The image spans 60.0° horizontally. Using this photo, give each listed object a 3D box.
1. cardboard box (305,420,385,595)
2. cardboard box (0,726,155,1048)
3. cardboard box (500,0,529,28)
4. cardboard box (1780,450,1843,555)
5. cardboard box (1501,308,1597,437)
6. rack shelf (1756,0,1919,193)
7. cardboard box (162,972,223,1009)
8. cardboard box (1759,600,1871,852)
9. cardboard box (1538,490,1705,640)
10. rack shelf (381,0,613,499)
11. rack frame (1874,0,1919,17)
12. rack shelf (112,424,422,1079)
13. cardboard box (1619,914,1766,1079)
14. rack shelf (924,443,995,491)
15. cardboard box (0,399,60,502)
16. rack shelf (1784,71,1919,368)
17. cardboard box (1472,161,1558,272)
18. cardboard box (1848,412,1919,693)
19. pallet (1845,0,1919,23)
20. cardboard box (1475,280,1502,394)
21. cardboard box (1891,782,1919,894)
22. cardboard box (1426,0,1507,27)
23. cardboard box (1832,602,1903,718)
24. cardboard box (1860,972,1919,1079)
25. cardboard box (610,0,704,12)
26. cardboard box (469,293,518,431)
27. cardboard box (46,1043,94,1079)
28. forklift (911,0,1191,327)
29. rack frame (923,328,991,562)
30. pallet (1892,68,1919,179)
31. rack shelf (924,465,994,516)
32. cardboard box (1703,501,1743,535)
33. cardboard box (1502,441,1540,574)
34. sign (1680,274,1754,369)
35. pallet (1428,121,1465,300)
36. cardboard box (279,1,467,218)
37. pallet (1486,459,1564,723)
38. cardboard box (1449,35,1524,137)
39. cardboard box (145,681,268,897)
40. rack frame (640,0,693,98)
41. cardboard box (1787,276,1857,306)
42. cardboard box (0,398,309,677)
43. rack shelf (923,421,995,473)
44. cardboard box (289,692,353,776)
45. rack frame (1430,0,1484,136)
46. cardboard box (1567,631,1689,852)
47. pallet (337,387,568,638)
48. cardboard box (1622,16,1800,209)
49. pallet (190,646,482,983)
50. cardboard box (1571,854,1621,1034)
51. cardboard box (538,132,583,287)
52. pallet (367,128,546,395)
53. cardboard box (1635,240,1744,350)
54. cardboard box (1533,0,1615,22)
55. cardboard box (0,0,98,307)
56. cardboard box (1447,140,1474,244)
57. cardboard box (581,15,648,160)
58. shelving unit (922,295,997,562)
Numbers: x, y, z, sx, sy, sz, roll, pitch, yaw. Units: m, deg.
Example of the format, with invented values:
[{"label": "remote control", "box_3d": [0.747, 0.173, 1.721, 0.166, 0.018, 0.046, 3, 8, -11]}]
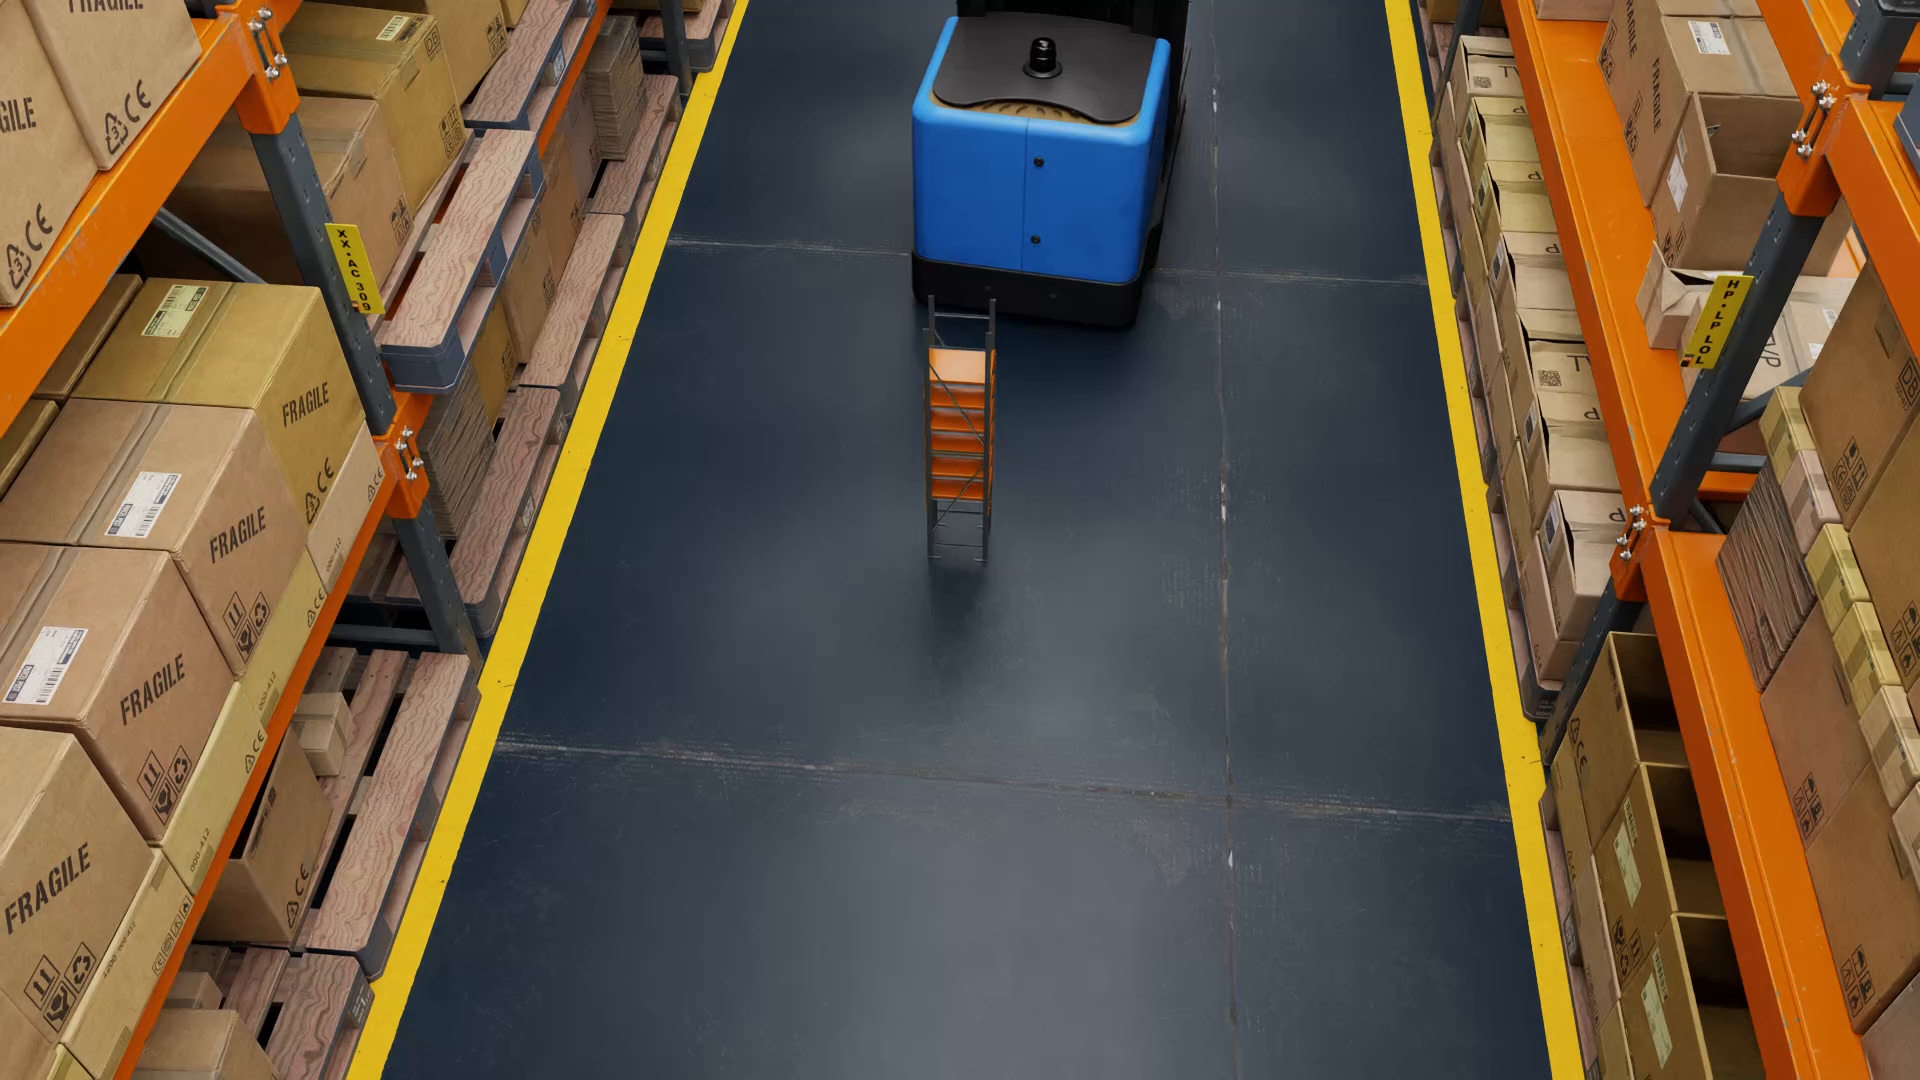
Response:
[{"label": "cardboard box", "box_3d": [-2.060, -0.120, 4.941, 0.500, 0.250, 0.500, 4, 48, 4]}, {"label": "cardboard box", "box_3d": [-2.197, 0.746, 3.641, 0.500, 0.500, 0.500, 5, 48, 5]}, {"label": "cardboard box", "box_3d": [-2.078, -2.390, 6.564, 0.700, 0.500, 0.500, 4, 48, 4]}, {"label": "cardboard box", "box_3d": [2.375, -0.085, 4.314, 0.380, 0.149, 0.250, 5, 48, 4]}, {"label": "cardboard box", "box_3d": [2.455, -0.671, 6.555, 0.500, 0.311, 0.500, 4, 48, 3]}, {"label": "rack shelf", "box_3d": [2.797, -2.441, 5.430, 1.077, 0.370, 4.000, 4, 48, 4]}, {"label": "cardboard box", "box_3d": [-2.484, 1.456, 5.046, 0.380, 0.149, 0.250, 0, 48, 0]}, {"label": "cardboard box", "box_3d": [2.539, 0.479, 4.237, 0.700, 0.500, 0.500, 3, 48, 3]}, {"label": "cardboard box", "box_3d": [2.366, 0.079, 5.870, 0.500, 0.311, 0.500, 4, 48, 4]}, {"label": "rack shelf", "box_3d": [-2.136, -1.759, 6.839, 1.077, 0.370, 4.000, 4, 48, 4]}, {"label": "rack frame", "box_3d": [2.615, -2.226, 2.714, 1.000, 3.000, 0.127, 4, 48, 4]}, {"label": "rack shelf", "box_3d": [-2.501, 1.180, 4.151, 1.077, 0.370, 4.000, 4, 48, 4]}, {"label": "cardboard box", "box_3d": [2.170, 1.386, 4.546, 0.500, 0.500, 0.500, 4, 48, 4]}, {"label": "rack shelf", "box_3d": [-0.001, -0.283, 6.445, 0.258, 0.103, 0.180, 4, 48, 4]}, {"label": "cardboard box", "box_3d": [-2.620, -0.030, 4.350, 0.500, 0.500, 0.500, 4, 48, 3]}, {"label": "rack shelf", "box_3d": [2.433, 0.499, 2.742, 1.077, 0.370, 4.000, 4, 48, 4]}, {"label": "cardboard box", "box_3d": [2.551, -1.418, 7.238, 0.500, 0.311, 0.500, 3, 48, 2]}, {"label": "cardboard box", "box_3d": [2.536, 0.025, 3.774, 0.700, 0.500, 0.500, 4, 48, 3]}, {"label": "pallet", "box_3d": [2.683, -1.798, 4.485, 0.805, 0.209, 1.217, 2, 48, 2]}, {"label": "cardboard box", "box_3d": [2.506, -0.861, 7.109, 0.500, 0.250, 0.500, 5, 48, 4]}, {"label": "cardboard box", "box_3d": [2.284, 0.677, 3.616, 0.380, 0.149, 0.250, 3, 48, 2]}, {"label": "cardboard box", "box_3d": [2.831, -3.149, 9.019, 0.500, 0.500, 0.500, 6, 48, 5]}, {"label": "cardboard box", "box_3d": [2.331, 0.297, 3.964, 0.380, 0.149, 0.250, 3, 48, 3]}, {"label": "cardboard box", "box_3d": [2.444, 1.224, 3.556, 0.700, 0.500, 0.500, 5, 48, 5]}, {"label": "cardboard box", "box_3d": [-1.756, -3.419, 9.043, 0.750, 0.750, 0.750, 3, 48, 3]}, {"label": "cardboard box", "box_3d": [-2.271, -0.762, 6.836, 0.700, 0.500, 0.500, 3, 48, 3]}, {"label": "cardboard box", "box_3d": [-2.237, 1.358, 3.590, 0.500, 0.250, 0.500, 3, 48, 3]}, {"label": "forklift", "box_3d": [0.578, -3.069, 7.597, 1.130, 2.935, 3.031, 9, 48, 8]}, {"label": "rack frame", "box_3d": [-0.010, -0.327, 6.262, 0.240, 1.200, 0.006, 4, 48, 4]}, {"label": "pallet", "box_3d": [2.563, -0.556, 3.278, 1.003, 0.211, 1.213, 4, 48, 4]}, {"label": "rack shelf", "box_3d": [-0.001, -0.202, 6.533, 0.258, 0.103, 0.180, 4, 48, 4]}, {"label": "cardboard box", "box_3d": [2.901, 0.108, 5.843, 0.500, 0.311, 0.500, 4, 48, 4]}, {"label": "cardboard box", "box_3d": [2.412, -0.111, 6.424, 0.500, 0.250, 0.500, 3, 48, 3]}, {"label": "sign", "box_3d": [2.074, -0.595, 4.556, 0.100, 0.325, 0.005, 4, 48, 4]}, {"label": "pallet", "box_3d": [2.866, -1.597, 8.094, 1.003, 0.211, 1.213, 4, 48, 4]}, {"label": "cardboard box", "box_3d": [-2.180, -1.496, 5.746, 0.700, 0.500, 0.500, 8, 48, 8]}, {"label": "pallet", "box_3d": [2.643, 0.195, 6.454, 1.003, 0.211, 1.213, 4, 48, 4]}, {"label": "cardboard box", "box_3d": [2.639, -2.179, 7.935, 0.500, 0.311, 0.500, 5, 48, 5]}, {"label": "cardboard box", "box_3d": [-2.144, 0.617, 4.267, 0.500, 0.250, 0.500, 4, 48, 3]}, {"label": "rack frame", "box_3d": [-1.954, -3.471, 7.918, 1.000, 3.000, 0.127, 4, 48, 4]}, {"label": "cardboard box", "box_3d": [2.899, -0.754, 5.603, 0.380, 0.149, 0.250, 4, 48, 4]}, {"label": "cardboard box", "box_3d": [-2.093, -0.006, 4.328, 0.500, 0.500, 0.500, 4, 48, 3]}, {"label": "rack shelf", "box_3d": [-0.001, -0.364, 6.356, 0.258, 0.103, 0.180, 4, 48, 4]}, {"label": "cardboard box", "box_3d": [-2.337, 0.671, 5.751, 0.380, 0.166, 0.250, -2, 48, -2]}, {"label": "rack frame", "box_3d": [2.980, -3.141, 7.616, 1.000, 3.000, 0.127, 4, 48, 4]}, {"label": "cardboard box", "box_3d": [2.261, 0.651, 5.218, 0.500, 0.500, 0.500, 4, 48, 4]}, {"label": "pallet", "box_3d": [-2.249, -0.163, 6.782, 1.003, 0.211, 1.213, 4, 48, 4]}, {"label": "cardboard box", "box_3d": [2.795, -1.554, 6.096, 0.500, 0.500, 0.500, 4, 48, 4]}, {"label": "pallet", "box_3d": [-2.344, 0.905, 5.805, 1.003, 0.211, 1.213, 4, 48, 4]}, {"label": "cardboard box", "box_3d": [2.220, 1.272, 5.158, 0.500, 0.250, 0.500, 4, 48, 4]}, {"label": "cardboard box", "box_3d": [-2.147, -1.506, 7.516, 0.700, 0.500, 0.500, 4, 48, 3]}, {"label": "pallet", "box_3d": [-2.104, -1.019, 5.805, 1.003, 0.211, 1.213, 4, 48, 4]}, {"label": "cardboard box", "box_3d": [2.512, -0.815, 5.579, 0.396, 0.266, 0.258, 3, 48, 3]}, {"label": "cardboard box", "box_3d": [2.705, -2.467, 7.060, 0.500, 0.311, 0.500, 3, 48, 3]}, {"label": "cardboard box", "box_3d": [-2.177, -0.826, 3.385, 0.500, 0.500, 0.500, 0, 48, 0]}, {"label": "cardboard box", "box_3d": [2.594, -1.620, 7.804, 0.500, 0.250, 0.500, 3, 48, 2]}, {"label": "cardboard box", "box_3d": [-1.967, -2.244, 8.191, 0.700, 0.500, 0.500, 4, 48, 4]}, {"label": "shelving unit", "box_3d": [-0.001, -0.394, 6.323, 0.258, 1.200, 0.189, 4, 48, 4]}]
